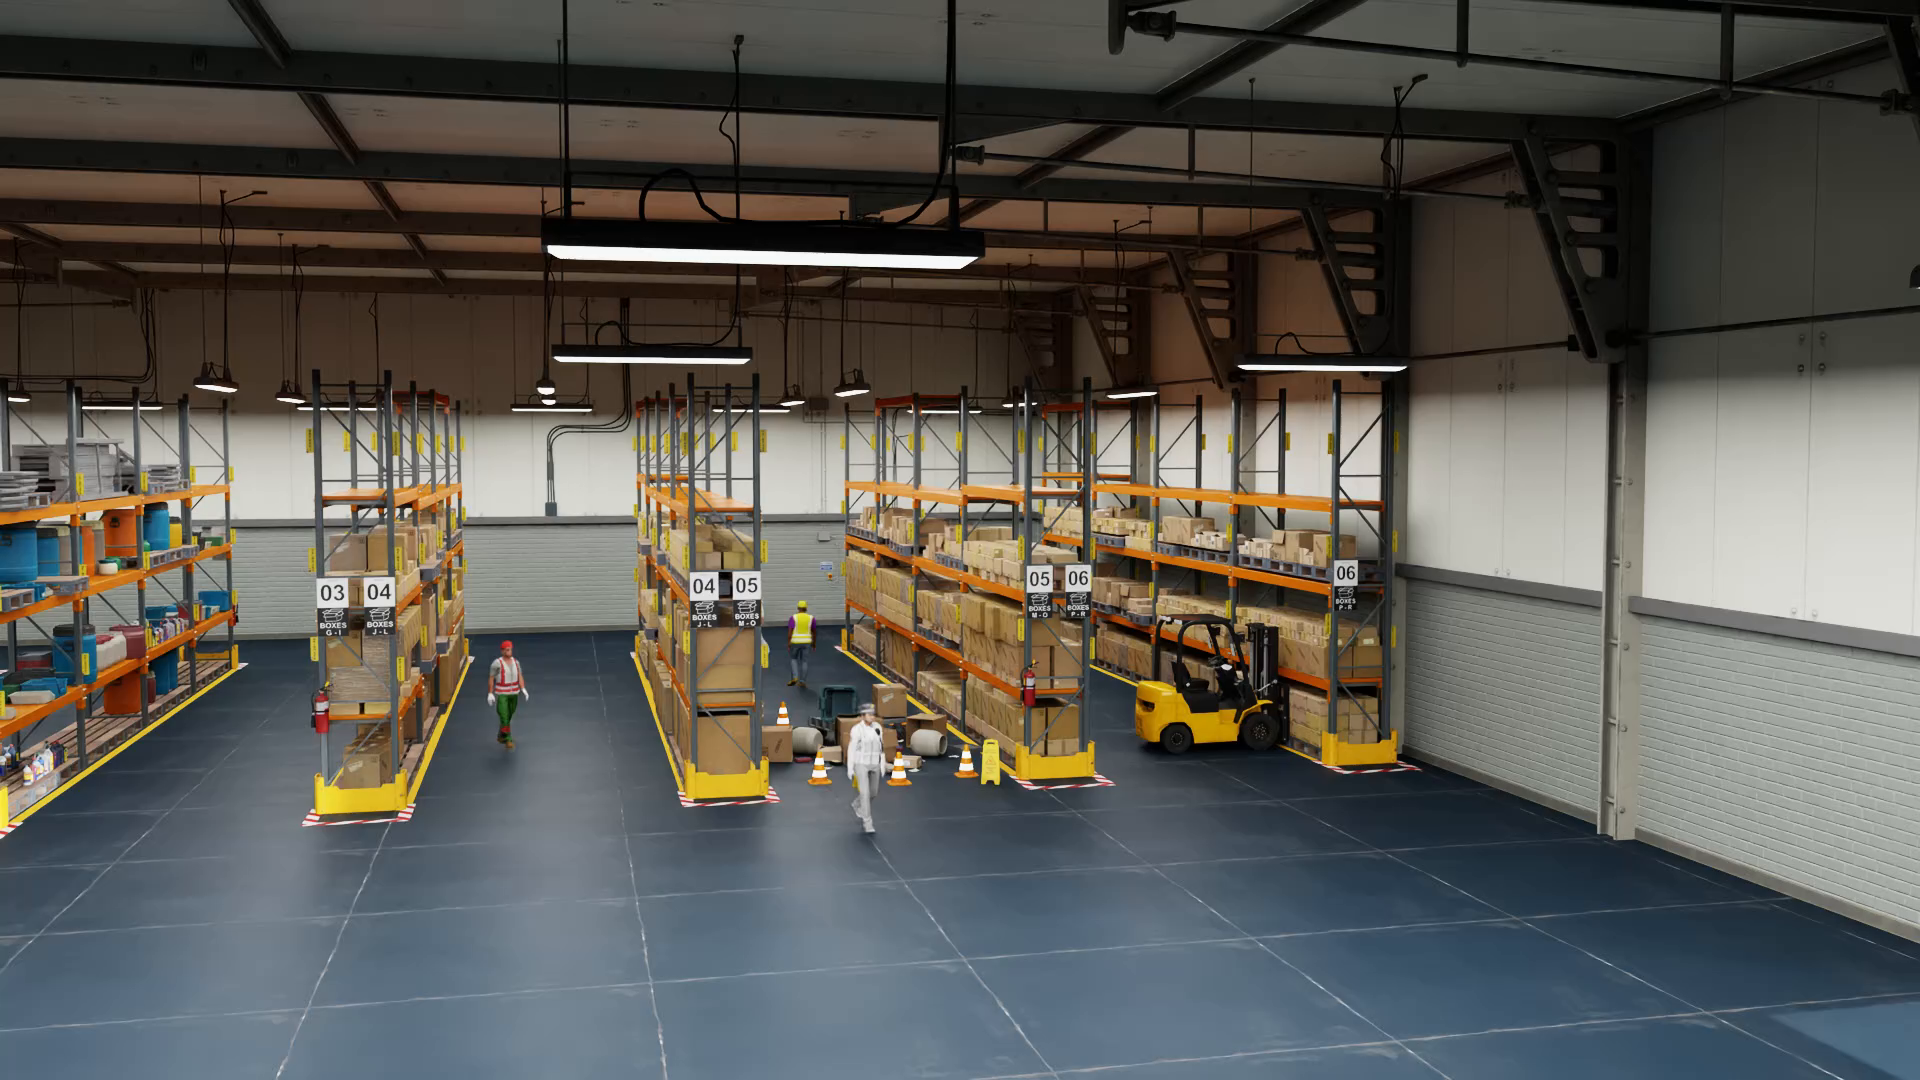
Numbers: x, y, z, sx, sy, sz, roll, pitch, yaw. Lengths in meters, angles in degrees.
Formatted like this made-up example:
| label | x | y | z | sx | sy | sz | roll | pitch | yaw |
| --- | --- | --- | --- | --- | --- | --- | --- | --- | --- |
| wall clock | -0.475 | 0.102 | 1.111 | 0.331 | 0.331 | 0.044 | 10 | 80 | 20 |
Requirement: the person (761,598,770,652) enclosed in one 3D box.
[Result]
| label | x | y | z | sx | sy | sz | roll | pitch | yaw |
| --- | --- | --- | --- | --- | --- | --- | --- | --- | --- |
| person | -4.918 | 1.845 | 39.594 | 0.905 | 1.749 | 0.609 | 1 | 3 | 15 |

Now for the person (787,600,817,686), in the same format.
| label | x | y | z | sx | sy | sz | roll | pitch | yaw |
| --- | --- | --- | --- | --- | --- | --- | --- | --- | --- |
| person | -3.269 | 2.140 | 34.337 | 0.620 | 1.788 | 0.424 | -1 | 3 | -12 |

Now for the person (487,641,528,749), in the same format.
| label | x | y | z | sx | sy | sz | roll | pitch | yaw |
| --- | --- | --- | --- | --- | --- | --- | --- | --- | --- |
| person | -7.409 | 2.527 | 27.303 | 0.587 | 1.729 | 1.040 | -3 | 5 | -43 |

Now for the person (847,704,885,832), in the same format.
| label | x | y | z | sx | sy | sz | roll | pitch | yaw |
| --- | --- | --- | --- | --- | --- | --- | --- | --- | --- |
| person | -1.228 | 2.928 | 21.692 | 0.516 | 1.628 | 0.928 | -2 | 4 | -32 |
